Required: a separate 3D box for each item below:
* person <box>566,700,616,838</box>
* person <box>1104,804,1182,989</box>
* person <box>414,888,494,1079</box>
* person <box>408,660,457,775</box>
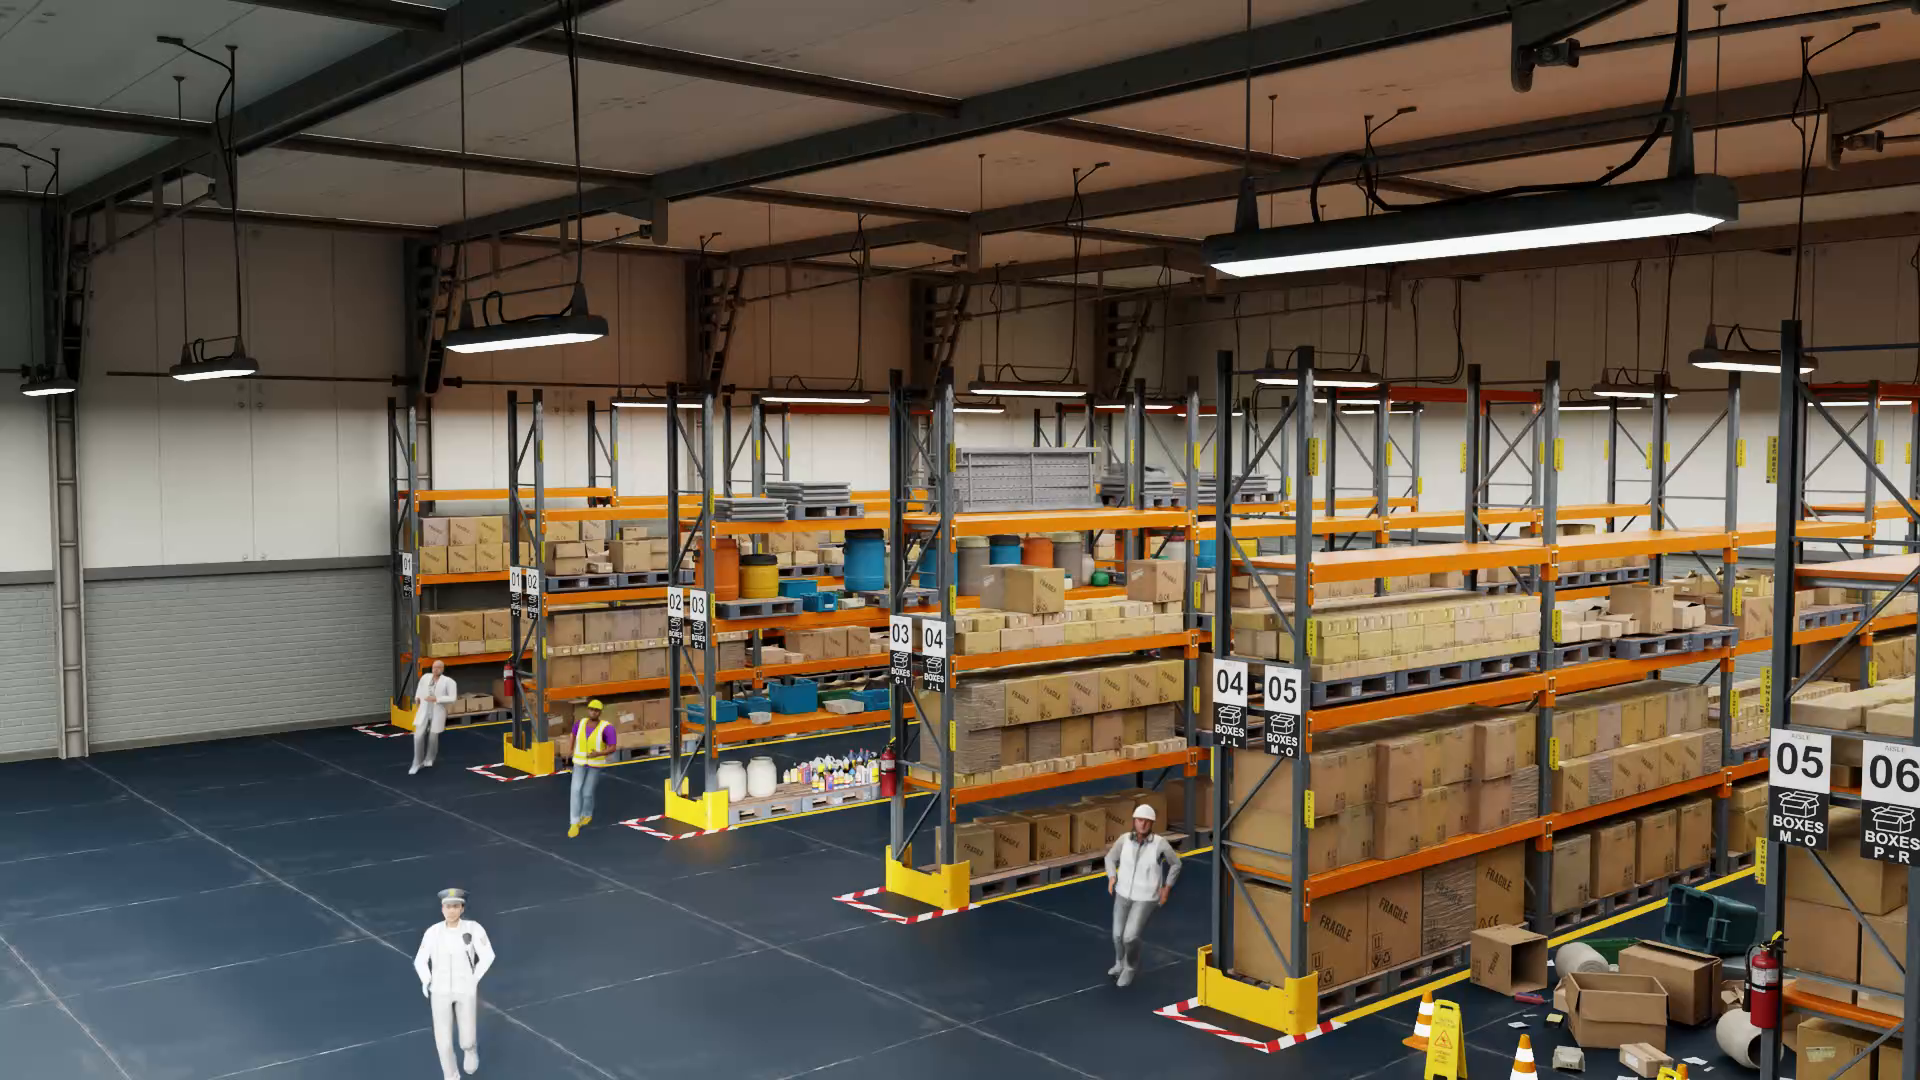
[{"bbox_3d":[-4.905,2.992,22.051,0.706,1.753,0.816,0,3,-1],"label":"person"},{"bbox_3d":[1.693,3.381,15.789,0.713,1.755,0.646,2,4,28],"label":"person"},{"bbox_3d":[-4.027,3.568,13.200,0.590,1.641,0.579,-1,3,-10],"label":"person"},{"bbox_3d":[-8.252,2.782,26.189,0.742,1.827,0.760,0,3,0],"label":"person"}]
